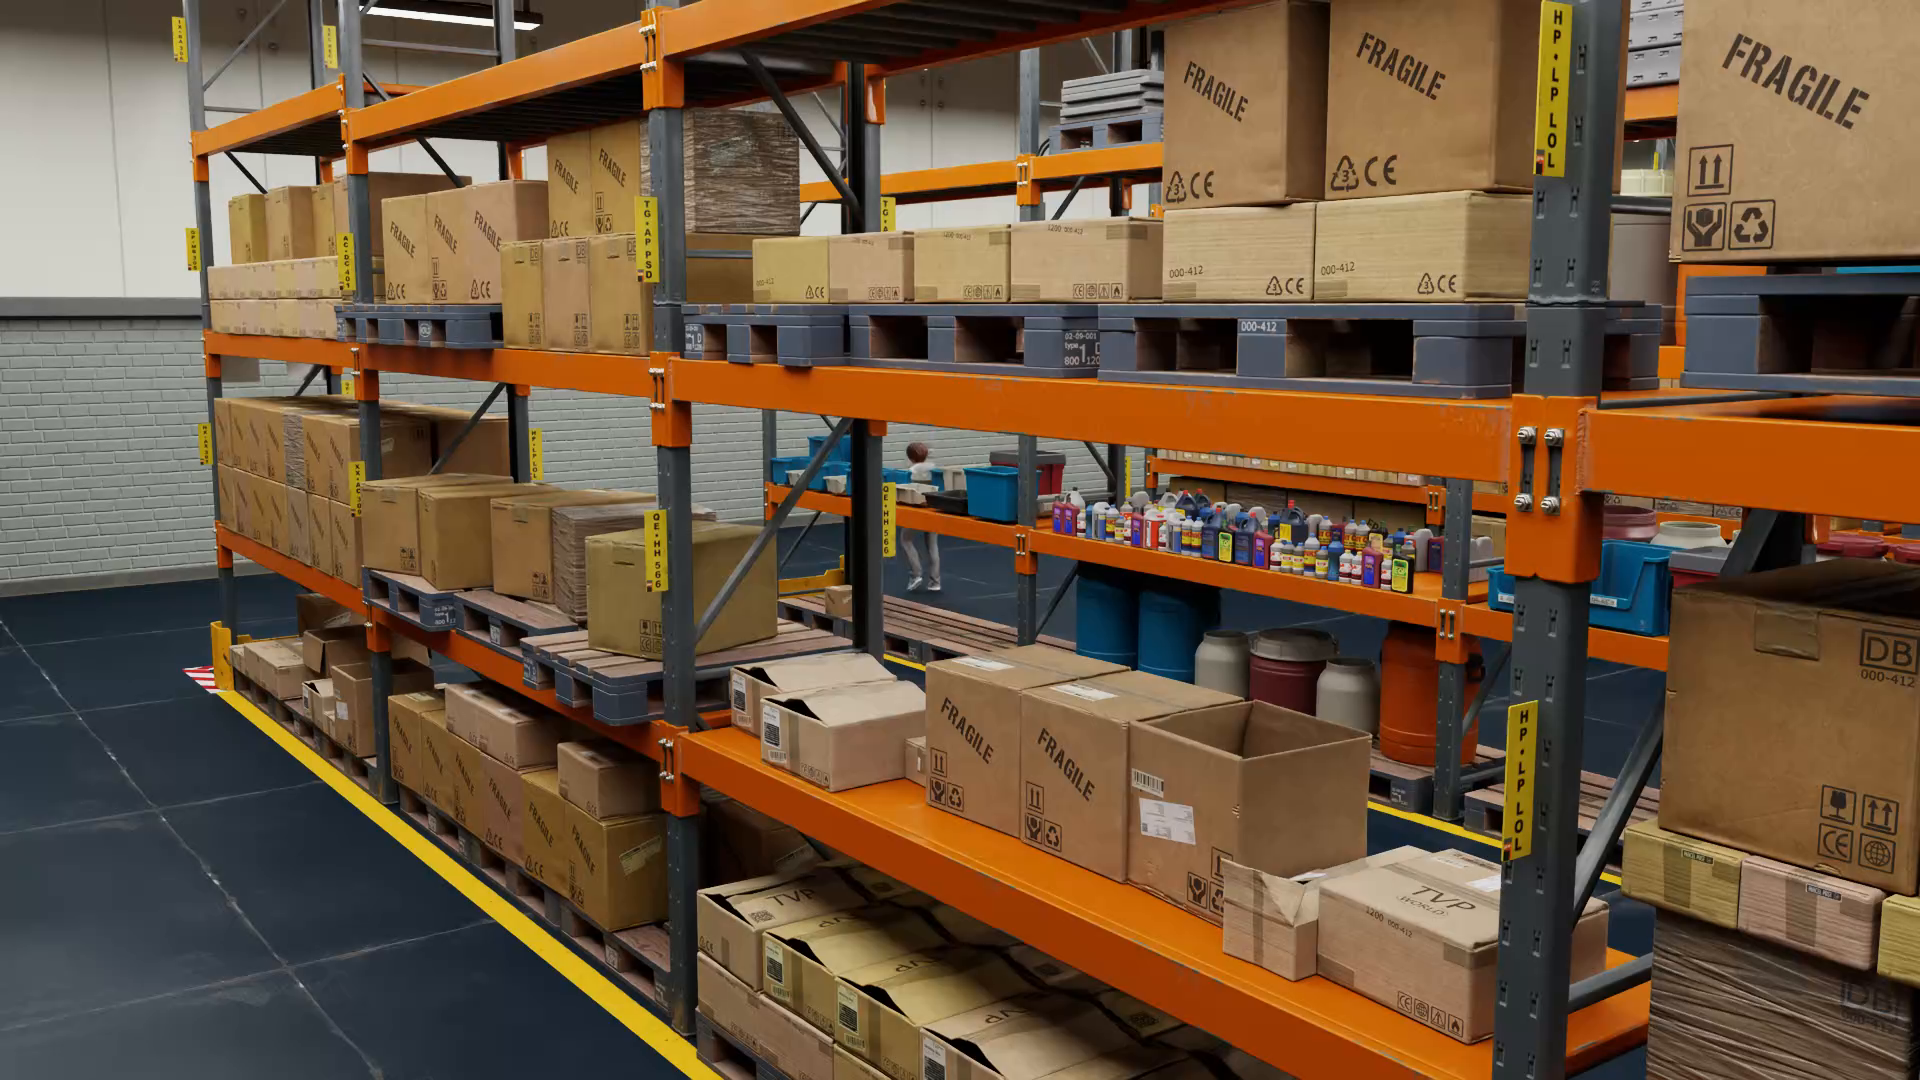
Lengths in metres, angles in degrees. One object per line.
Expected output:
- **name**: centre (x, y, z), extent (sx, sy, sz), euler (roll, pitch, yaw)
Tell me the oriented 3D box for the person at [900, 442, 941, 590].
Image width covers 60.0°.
- **person**: centre (-0.401, -0.230, 17.525), extent (0.482, 1.615, 0.507), euler (-5, 9, -32)
